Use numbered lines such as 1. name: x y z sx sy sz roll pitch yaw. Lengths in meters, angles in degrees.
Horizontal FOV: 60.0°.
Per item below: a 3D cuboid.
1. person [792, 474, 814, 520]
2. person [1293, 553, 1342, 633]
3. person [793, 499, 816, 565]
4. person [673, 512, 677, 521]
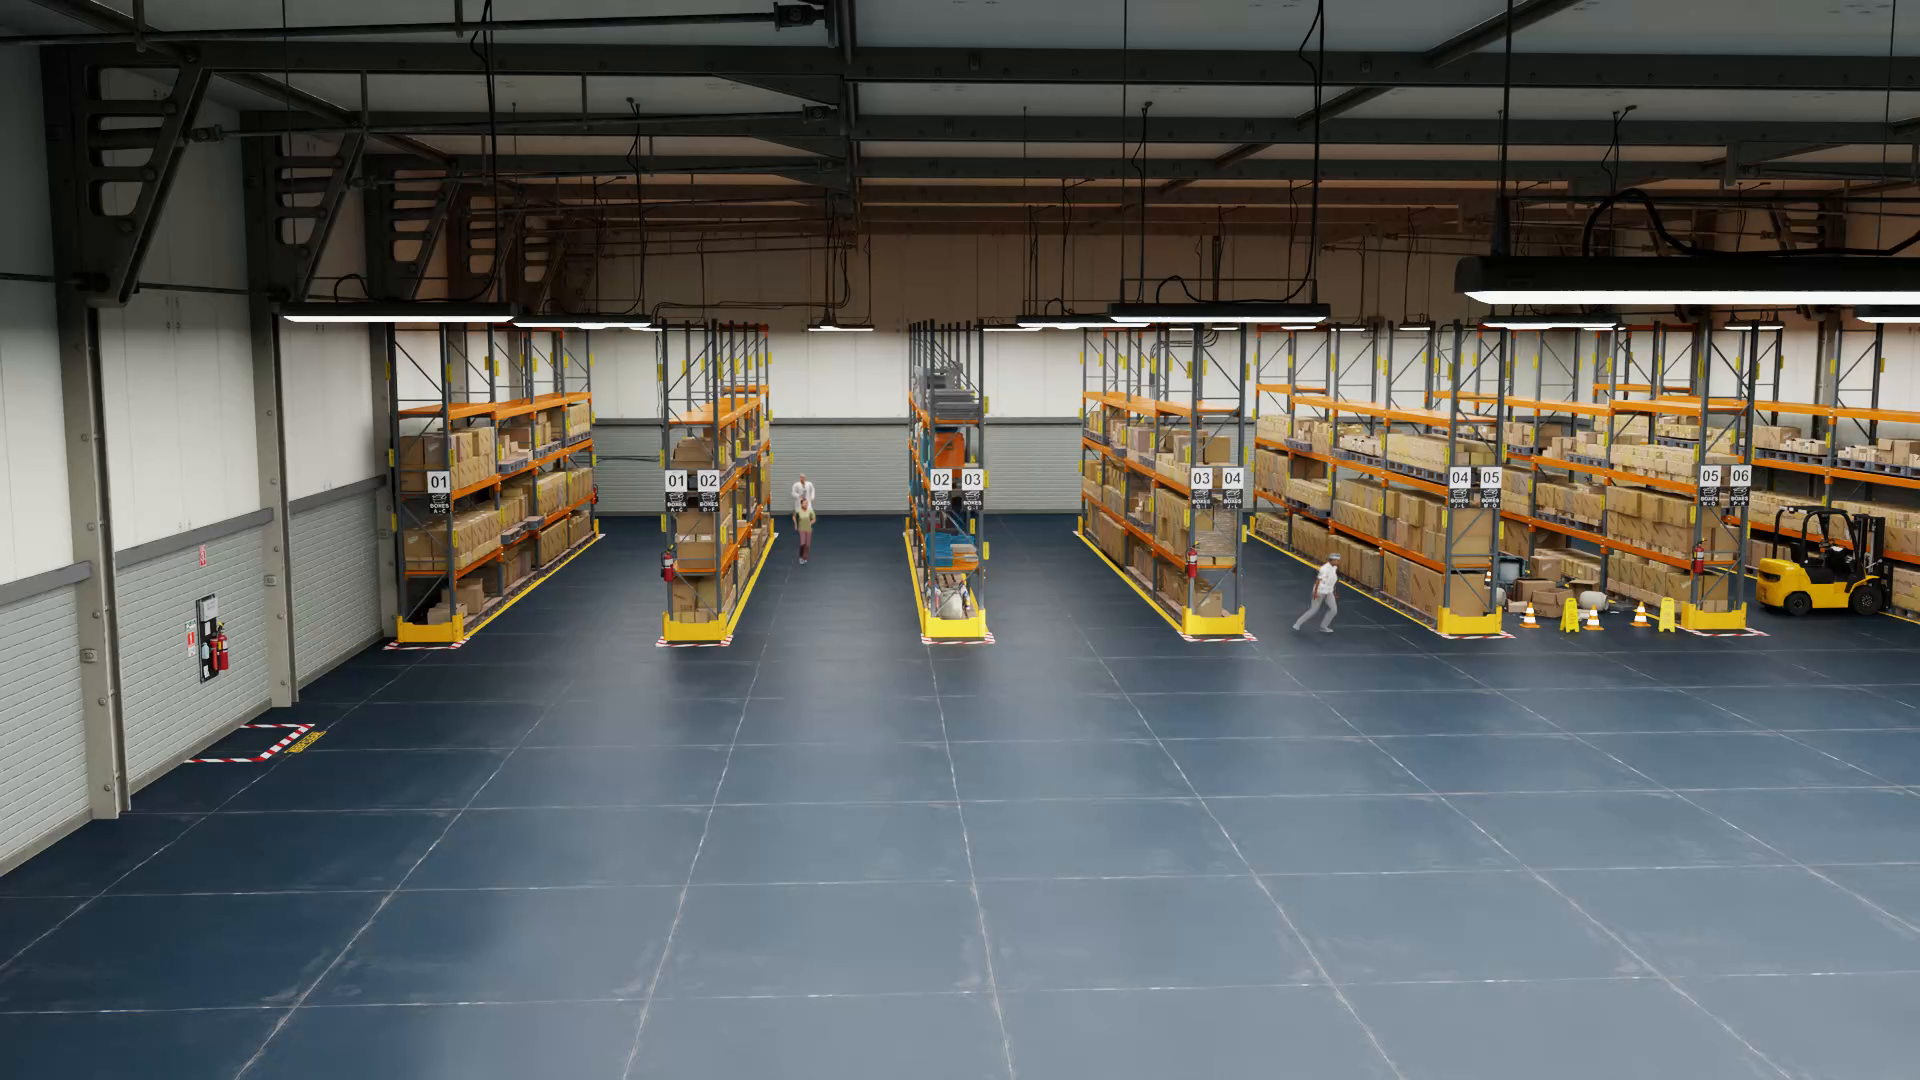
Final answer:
1. person: -4.466 -1.009 47.444 0.669 1.780 0.849 -1 7 -10
2. person: 6.911 1.004 32.016 0.802 1.553 0.756 -6 9 -38
3. person: -3.848 -0.205 41.299 0.566 1.646 0.644 -1 7 -12
4. person: -7.224 -0.369 43.418 0.525 1.491 0.700 -2 7 -13
